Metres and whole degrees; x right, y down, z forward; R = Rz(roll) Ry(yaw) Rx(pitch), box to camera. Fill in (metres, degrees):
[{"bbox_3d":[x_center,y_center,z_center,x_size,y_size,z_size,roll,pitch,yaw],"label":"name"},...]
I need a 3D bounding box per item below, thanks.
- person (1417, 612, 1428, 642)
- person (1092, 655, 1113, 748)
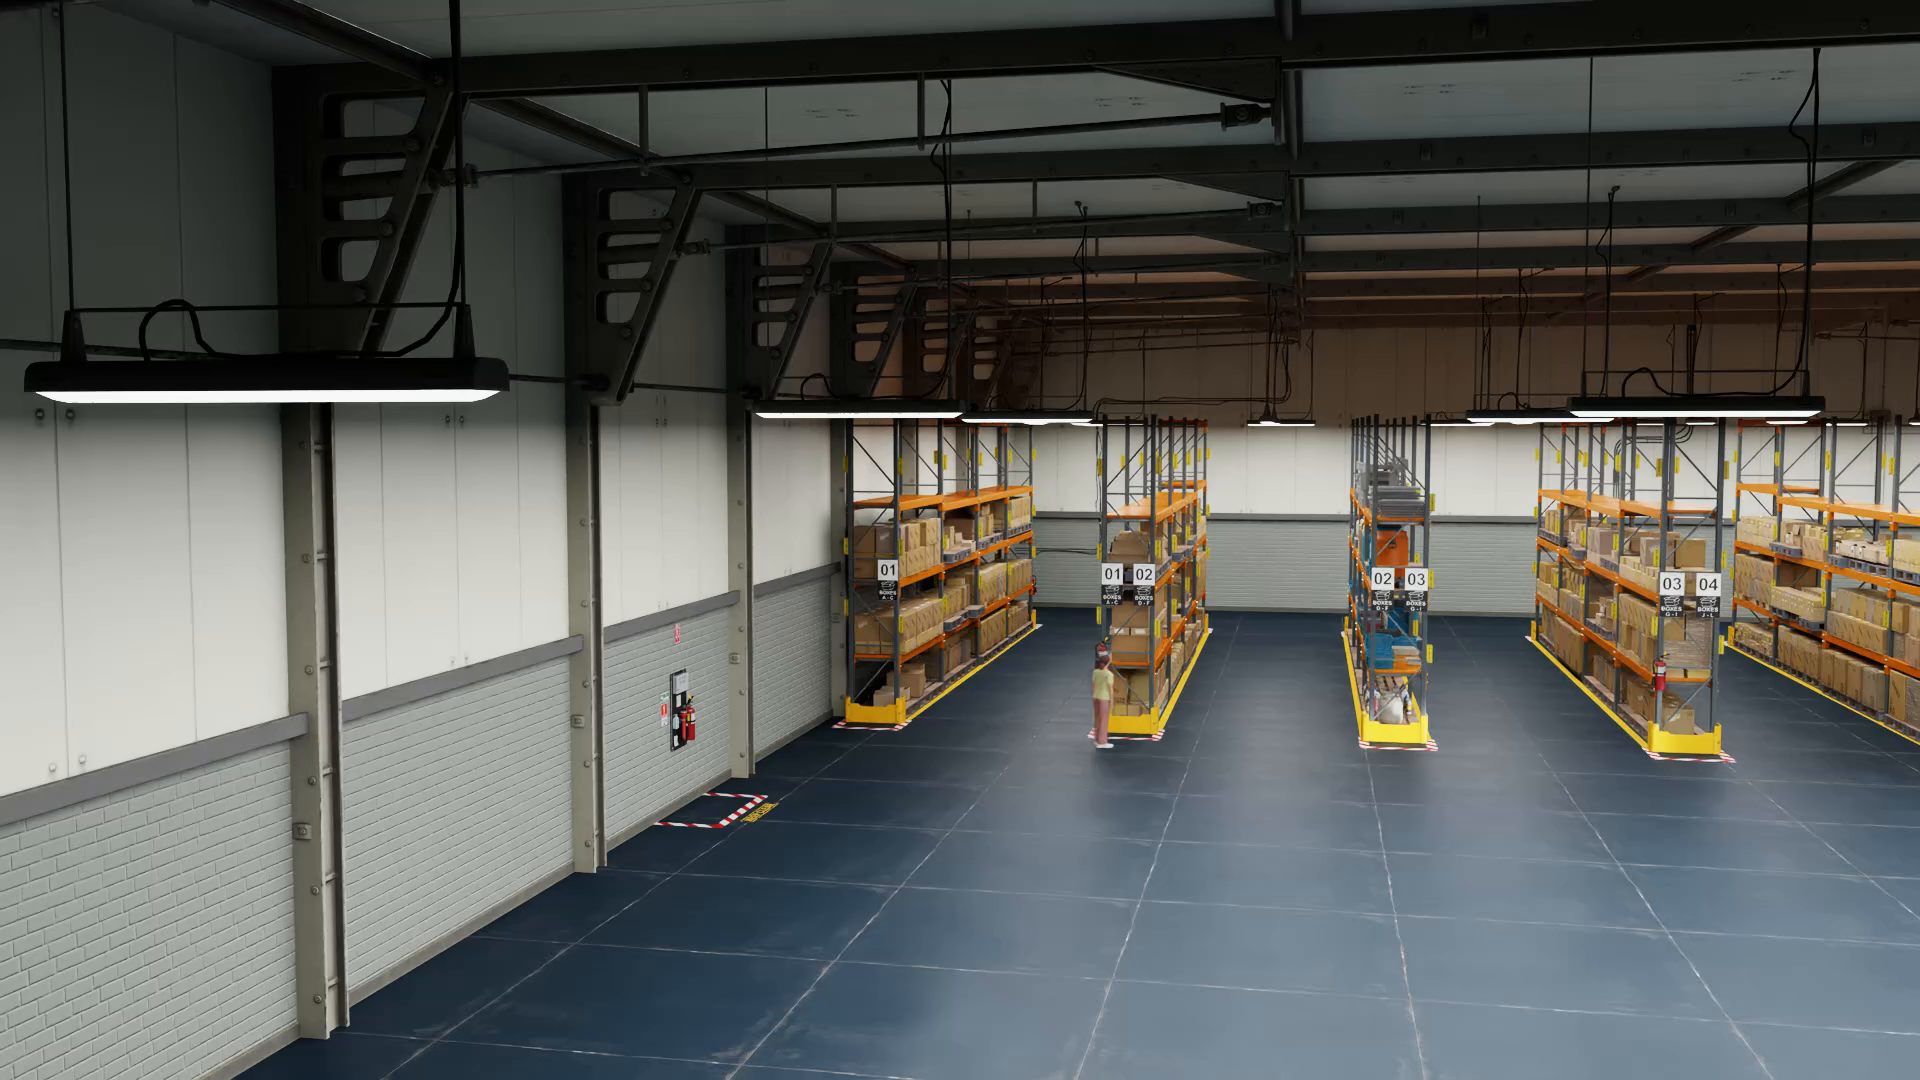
[{"bbox_3d":[12.350,1.910,44.940,0.567,1.687,0.321,0,4,-6],"label":"person"},{"bbox_3d":[2.612,2.898,29.891,0.398,1.693,0.471,-3,5,-41],"label":"person"}]
